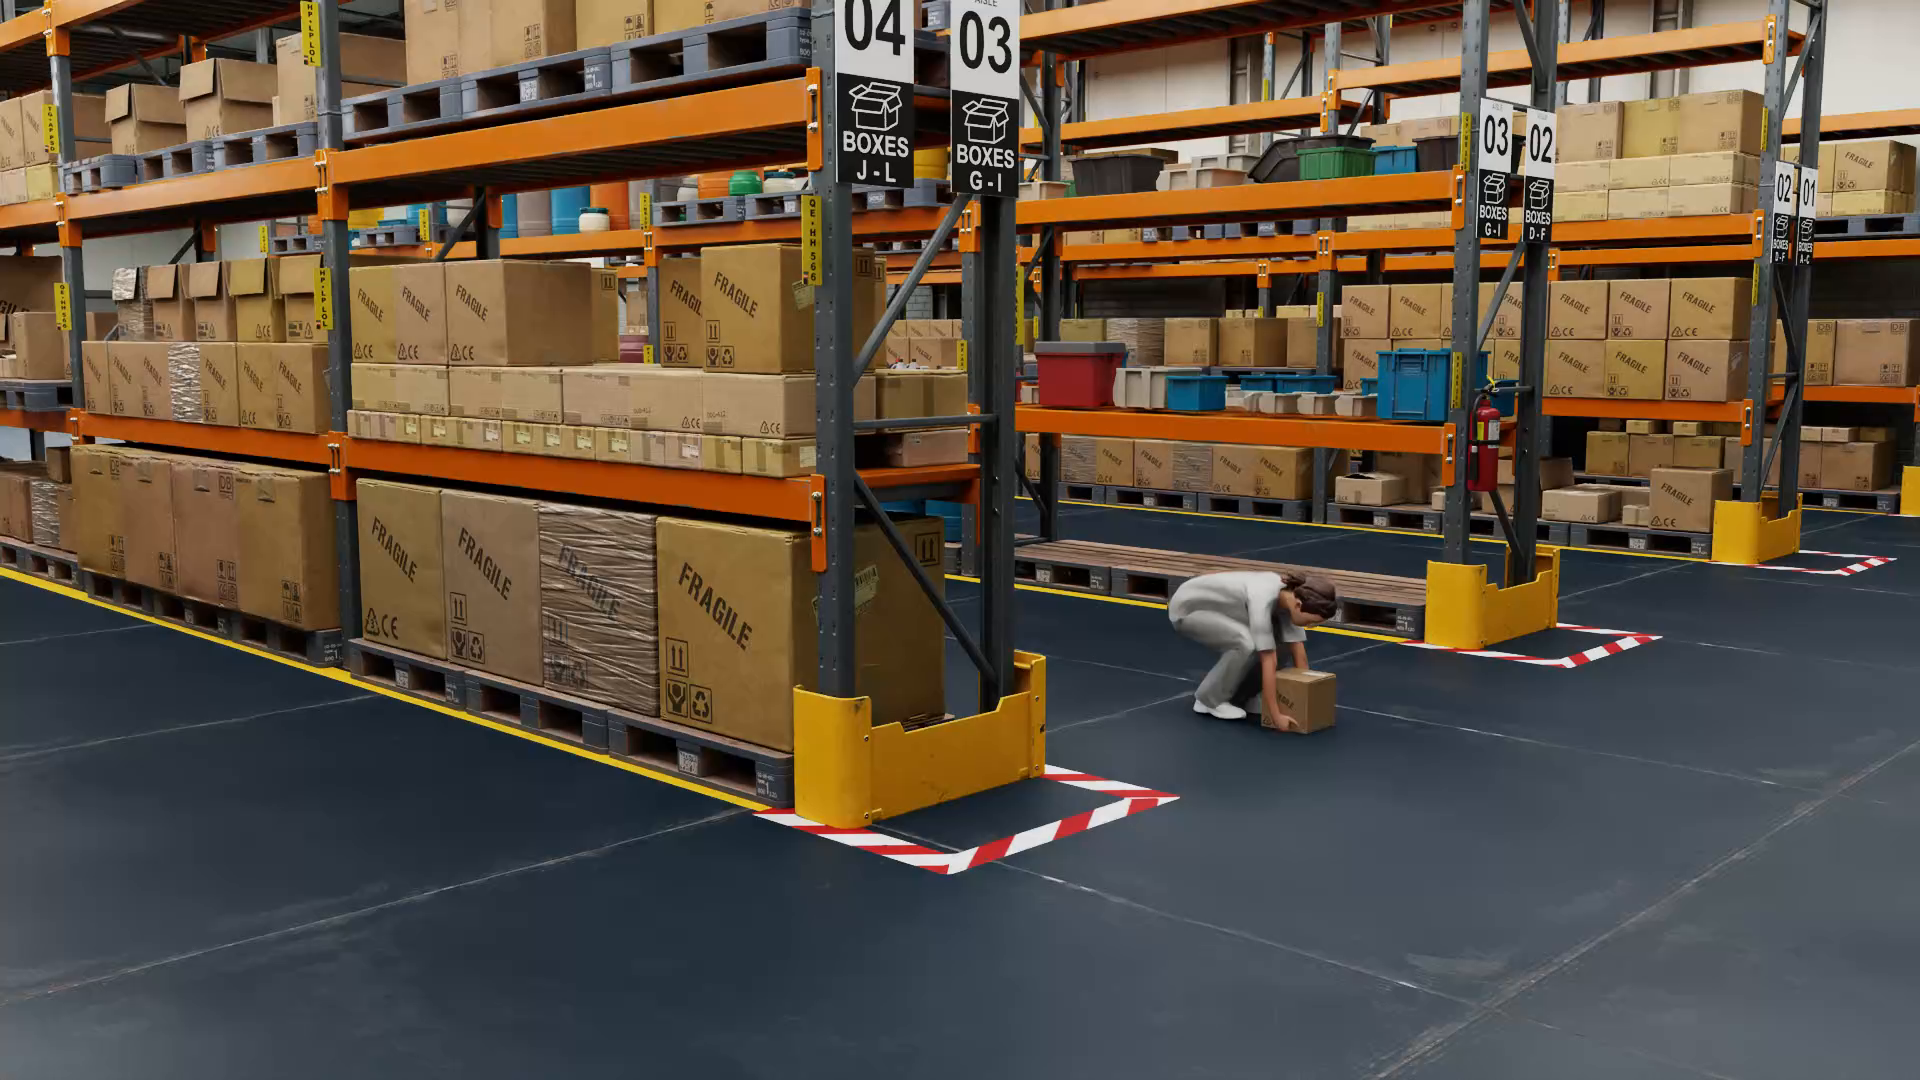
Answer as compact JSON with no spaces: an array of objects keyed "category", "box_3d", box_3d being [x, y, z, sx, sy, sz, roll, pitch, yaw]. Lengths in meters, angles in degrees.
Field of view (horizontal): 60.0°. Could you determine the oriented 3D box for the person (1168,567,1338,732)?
[{"category":"person","box_3d":[1.419,0.496,8.076,0.862,0.770,0.436,6,10,42]}]
